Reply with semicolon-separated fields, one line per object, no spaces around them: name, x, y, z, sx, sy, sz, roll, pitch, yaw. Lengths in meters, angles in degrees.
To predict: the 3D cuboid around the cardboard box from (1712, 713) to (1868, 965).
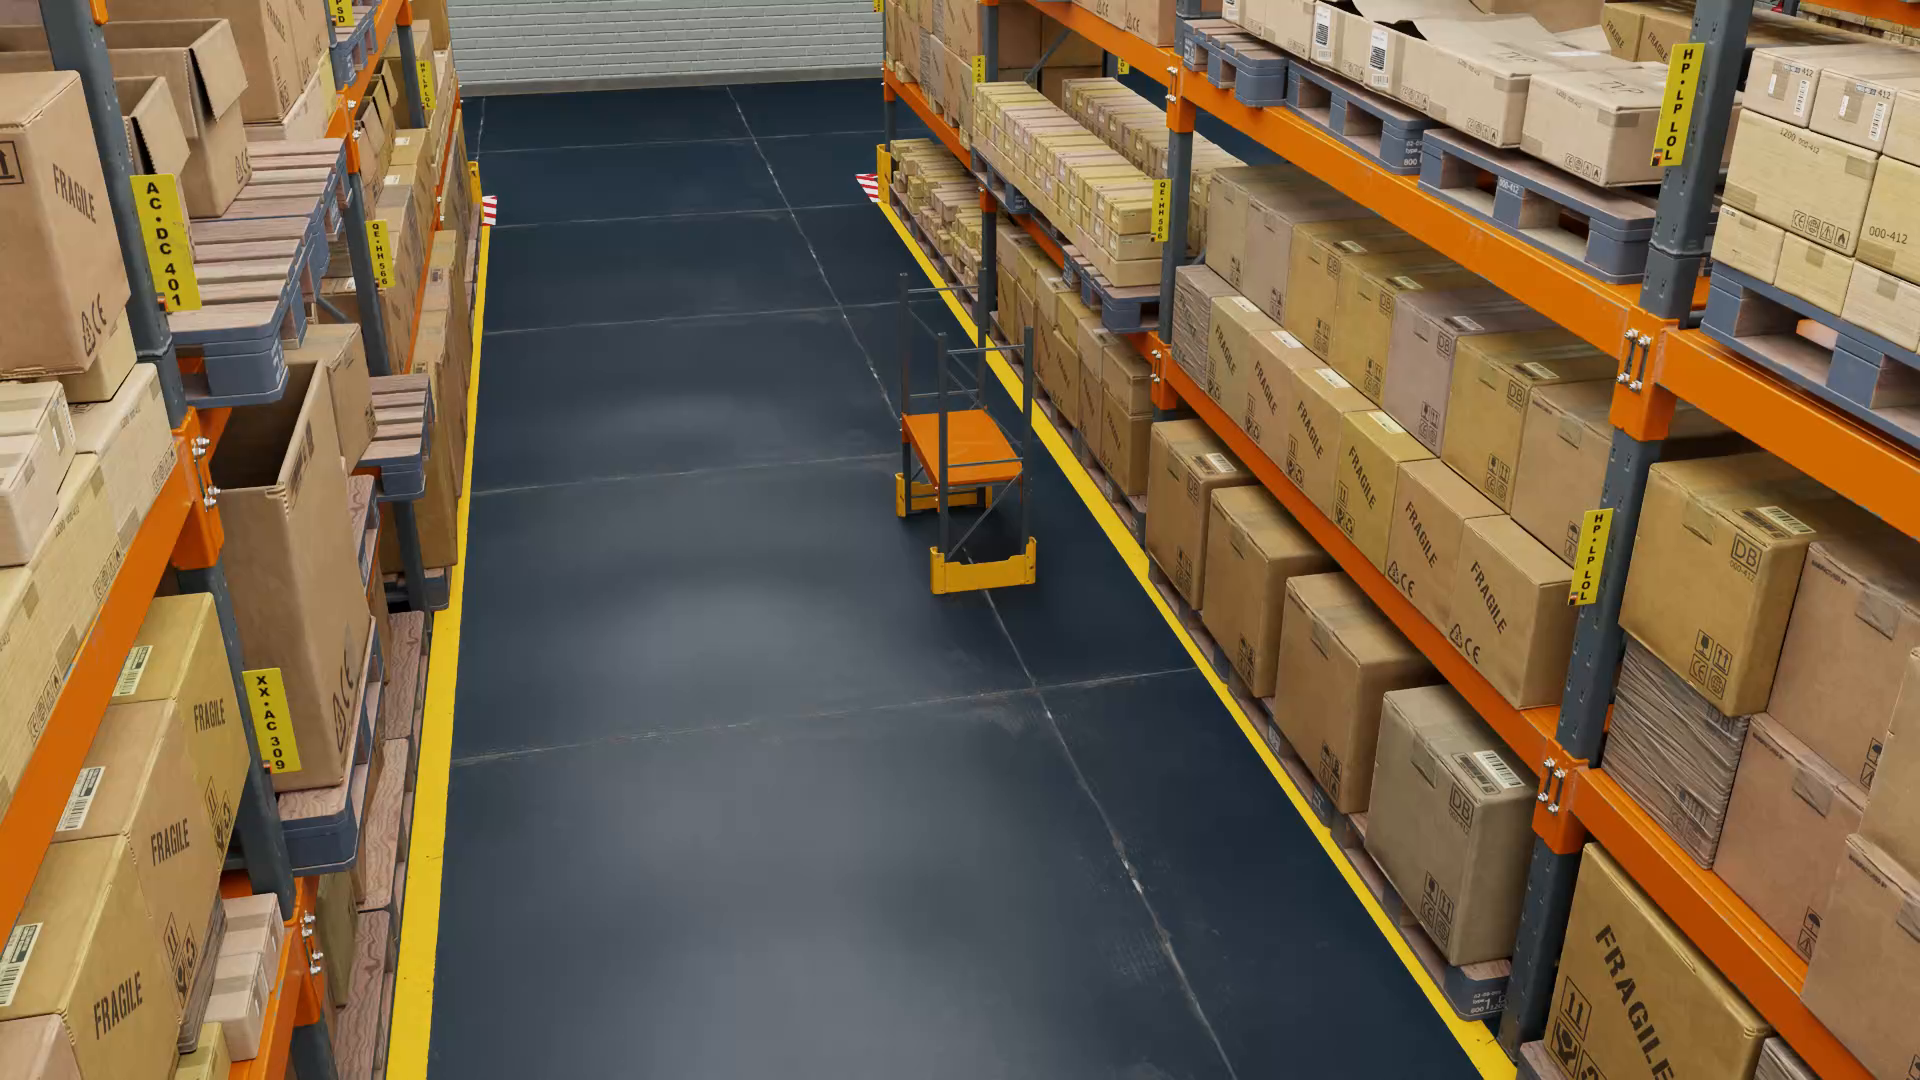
cardboard box;2.710;0.810;4.650;0.875;0.550;0.550;-6;27;-12

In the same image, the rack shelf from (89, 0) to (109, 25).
rack shelf;-2.837;-2.120;5.207;1.077;0.370;4.000;-6;27;-12

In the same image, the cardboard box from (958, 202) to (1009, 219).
cardboard box;0.190;-2.684;13.776;0.380;0.149;0.250;-5;27;-10

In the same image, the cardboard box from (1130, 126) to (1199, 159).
cardboard box;1.302;-2.529;10.585;0.380;0.149;0.250;-6;27;-12

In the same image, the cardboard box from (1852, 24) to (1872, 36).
cardboard box;9.399;-5.224;17.049;0.380;0.149;0.250;-5;27;-10

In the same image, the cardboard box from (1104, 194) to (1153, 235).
cardboard box;1.010;-1.789;9.118;0.380;0.149;0.250;-7;28;-14

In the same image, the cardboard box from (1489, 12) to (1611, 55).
cardboard box;2.254;-1.877;6.384;0.396;0.266;0.258;-6;27;-12

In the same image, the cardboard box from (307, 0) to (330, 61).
cardboard box;-2.937;-2.243;6.870;0.500;0.500;0.500;-5;27;-10

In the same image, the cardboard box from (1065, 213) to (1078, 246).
cardboard box;0.843;-1.856;9.912;0.380;0.149;0.250;-6;27;-12

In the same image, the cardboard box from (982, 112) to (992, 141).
cardboard box;0.367;-2.910;11.669;0.380;0.149;0.250;-6;27;-13

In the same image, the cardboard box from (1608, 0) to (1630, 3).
cardboard box;5.090;-4.252;13.626;0.500;0.500;0.500;-6;27;-12

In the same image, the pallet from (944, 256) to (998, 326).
pallet;0.480;-2.082;13.640;1.003;0.211;1.213;-6;27;-12

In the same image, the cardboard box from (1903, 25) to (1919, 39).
cardboard box;9.607;-5.017;16.198;0.500;0.250;0.500;-7;28;-13

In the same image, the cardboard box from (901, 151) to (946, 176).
cardboard box;-0.337;-3.475;15.343;0.380;0.149;0.250;-6;27;-12

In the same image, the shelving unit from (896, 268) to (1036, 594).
shelving unit;0.017;-0.636;9.346;0.587;1.500;1.083;-6;27;-12

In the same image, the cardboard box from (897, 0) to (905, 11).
cardboard box;-0.273;-4.970;14.717;0.500;0.500;0.500;-5;27;-10

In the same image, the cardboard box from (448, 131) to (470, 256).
cardboard box;-4.663;-2.899;14.056;0.875;0.875;0.875;-6;27;-12

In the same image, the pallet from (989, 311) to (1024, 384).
pallet;0.843;-1.449;12.386;1.003;0.211;1.213;-6;27;-12

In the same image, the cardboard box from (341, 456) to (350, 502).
cardboard box;-2.649;-0.243;6.585;0.396;0.266;0.258;-7;28;-13

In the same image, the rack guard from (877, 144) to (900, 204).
rack guard;-0.218;-3.642;16.411;1.175;0.500;0.348;-6;27;-12

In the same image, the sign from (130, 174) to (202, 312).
sign;-1.859;-0.692;3.890;0.100;0.325;0.005;-6;27;-12

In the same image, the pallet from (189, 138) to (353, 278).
pallet;-2.658;-1.056;5.393;1.213;0.211;1.003;-6;27;-12

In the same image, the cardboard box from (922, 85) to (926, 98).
cardboard box;-0.119;-3.940;14.506;0.380;0.149;0.250;-6;27;-13

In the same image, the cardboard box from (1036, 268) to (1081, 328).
cardboard box;0.808;-1.633;11.131;0.500;0.250;0.500;-5;27;-10

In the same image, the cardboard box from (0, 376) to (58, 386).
cardboard box;-2.060;-0.274;3.359;0.380;0.149;0.250;-6;27;-11

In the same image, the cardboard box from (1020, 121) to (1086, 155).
cardboard box;0.599;-2.589;10.703;0.380;0.149;0.250;-5;27;-10

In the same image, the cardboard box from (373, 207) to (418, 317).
cardboard box;-3.370;-1.556;9.394;0.500;0.500;0.500;-6;27;-13

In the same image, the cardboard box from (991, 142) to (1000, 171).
cardboard box;0.427;-2.660;11.503;0.380;0.149;0.250;-6;27;-11

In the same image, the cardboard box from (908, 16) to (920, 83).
cardboard box;-0.160;-4.295;14.489;0.500;0.500;0.500;-6;27;-11

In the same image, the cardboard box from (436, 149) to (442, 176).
cardboard box;-3.991;-2.743;12.134;0.380;0.149;0.250;-7;28;-13

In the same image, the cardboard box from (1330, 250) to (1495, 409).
cardboard box;2.007;-0.901;6.985;0.700;0.500;0.500;-6;27;-12

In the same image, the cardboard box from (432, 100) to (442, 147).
cardboard box;-4.147;-3.094;12.386;0.500;0.250;0.500;-6;27;-12

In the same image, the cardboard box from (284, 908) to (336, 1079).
cardboard box;-2.504;1.584;5.569;0.700;0.500;0.500;-8;28;-16

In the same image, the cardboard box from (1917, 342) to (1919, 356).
cardboard box;2.391;-0.455;3.695;0.380;0.149;0.250;-6;27;-12

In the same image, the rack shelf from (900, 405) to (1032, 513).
rack shelf;0.019;-0.472;9.419;0.538;0.185;1.000;-6;27;-12

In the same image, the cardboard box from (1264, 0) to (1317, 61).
cardboard box;1.629;-2.224;7.087;0.500;0.250;0.500;-5;27;-10

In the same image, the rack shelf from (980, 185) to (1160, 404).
rack shelf;1.117;-1.836;10.857;1.077;0.370;4.000;-6;27;-12

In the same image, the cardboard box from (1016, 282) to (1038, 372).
cardboard box;0.695;-1.523;11.747;0.500;0.500;0.500;-5;27;-9

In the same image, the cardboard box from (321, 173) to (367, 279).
cardboard box;-3.437;-1.635;8.436;0.797;0.503;0.637;-5;27;-10

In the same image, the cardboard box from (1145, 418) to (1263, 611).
cardboard box;1.617;-0.186;8.820;1.050;0.750;0.750;-6;27;-12

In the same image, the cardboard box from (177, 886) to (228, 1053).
cardboard box;-2.345;0.962;4.073;0.875;0.500;0.500;-6;27;-12

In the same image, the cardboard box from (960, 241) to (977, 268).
cardboard box;0.212;-2.306;13.358;0.380;0.149;0.250;-7;28;-14

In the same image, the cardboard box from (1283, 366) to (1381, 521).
cardboard box;1.746;-0.436;7.174;0.500;0.500;0.500;-6;27;-12

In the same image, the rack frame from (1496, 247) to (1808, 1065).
rack frame;2.469;0.477;5.477;1.000;3.000;0.127;-6;27;-12

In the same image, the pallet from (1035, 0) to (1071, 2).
pallet;0.938;-3.554;10.341;1.213;0.211;1.003;-6;27;-12

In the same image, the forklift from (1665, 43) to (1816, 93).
forklift;3.900;-0.765;8.012;1.130;2.935;3.031;-7;28;-14

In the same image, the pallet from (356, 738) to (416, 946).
pallet;-2.842;1.303;6.935;1.003;0.211;1.213;-6;27;-12

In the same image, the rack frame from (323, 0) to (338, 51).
rack frame;-3.288;-3.498;6.694;1.000;3.000;0.127;-6;27;-12

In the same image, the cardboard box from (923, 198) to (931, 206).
cardboard box;-0.127;-3.003;15.069;0.380;0.149;0.250;-6;27;-11

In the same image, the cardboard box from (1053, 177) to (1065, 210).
cardboard box;0.779;-2.110;10.084;0.380;0.149;0.250;-6;27;-12

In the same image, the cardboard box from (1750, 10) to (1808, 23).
cardboard box;5.935;-3.676;12.484;0.500;0.500;0.500;-5;27;-11

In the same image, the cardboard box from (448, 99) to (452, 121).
cardboard box;-4.399;-3.535;13.703;0.380;0.149;0.250;-6;27;-11

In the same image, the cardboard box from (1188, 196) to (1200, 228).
cardboard box;1.528;-1.956;9.778;0.380;0.149;0.250;-7;28;-13

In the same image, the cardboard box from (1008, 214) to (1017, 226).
cardboard box;0.600;-2.733;13.873;0.380;0.149;0.250;-7;28;-13

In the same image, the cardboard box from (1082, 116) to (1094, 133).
cardboard box;1.062;-2.864;11.578;0.380;0.149;0.250;-5;27;-9
